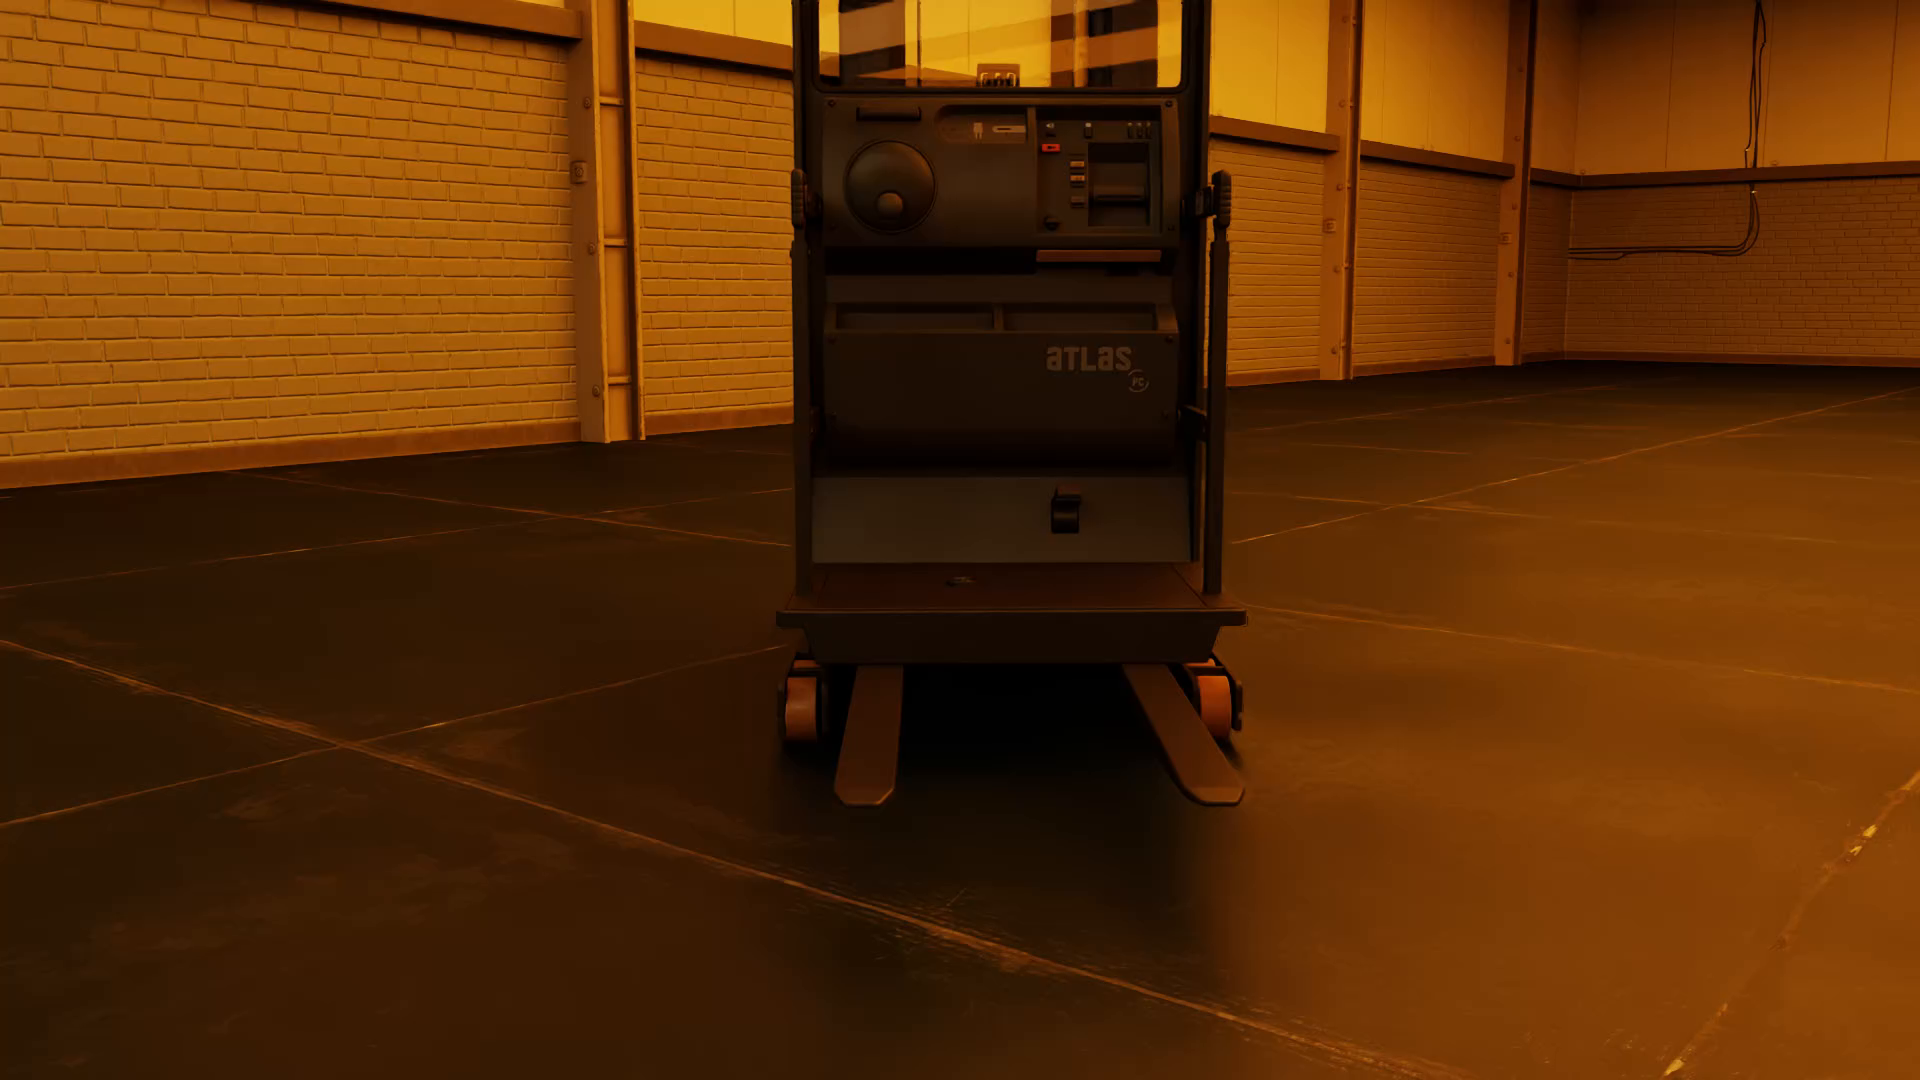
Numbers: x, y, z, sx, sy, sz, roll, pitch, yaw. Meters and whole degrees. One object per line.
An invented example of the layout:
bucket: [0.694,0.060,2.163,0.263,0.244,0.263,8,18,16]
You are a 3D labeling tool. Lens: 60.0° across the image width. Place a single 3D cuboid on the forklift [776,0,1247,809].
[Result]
forklift: [0.113,-1.002,4.132,1.130,2.935,3.031,0,8,-1]
